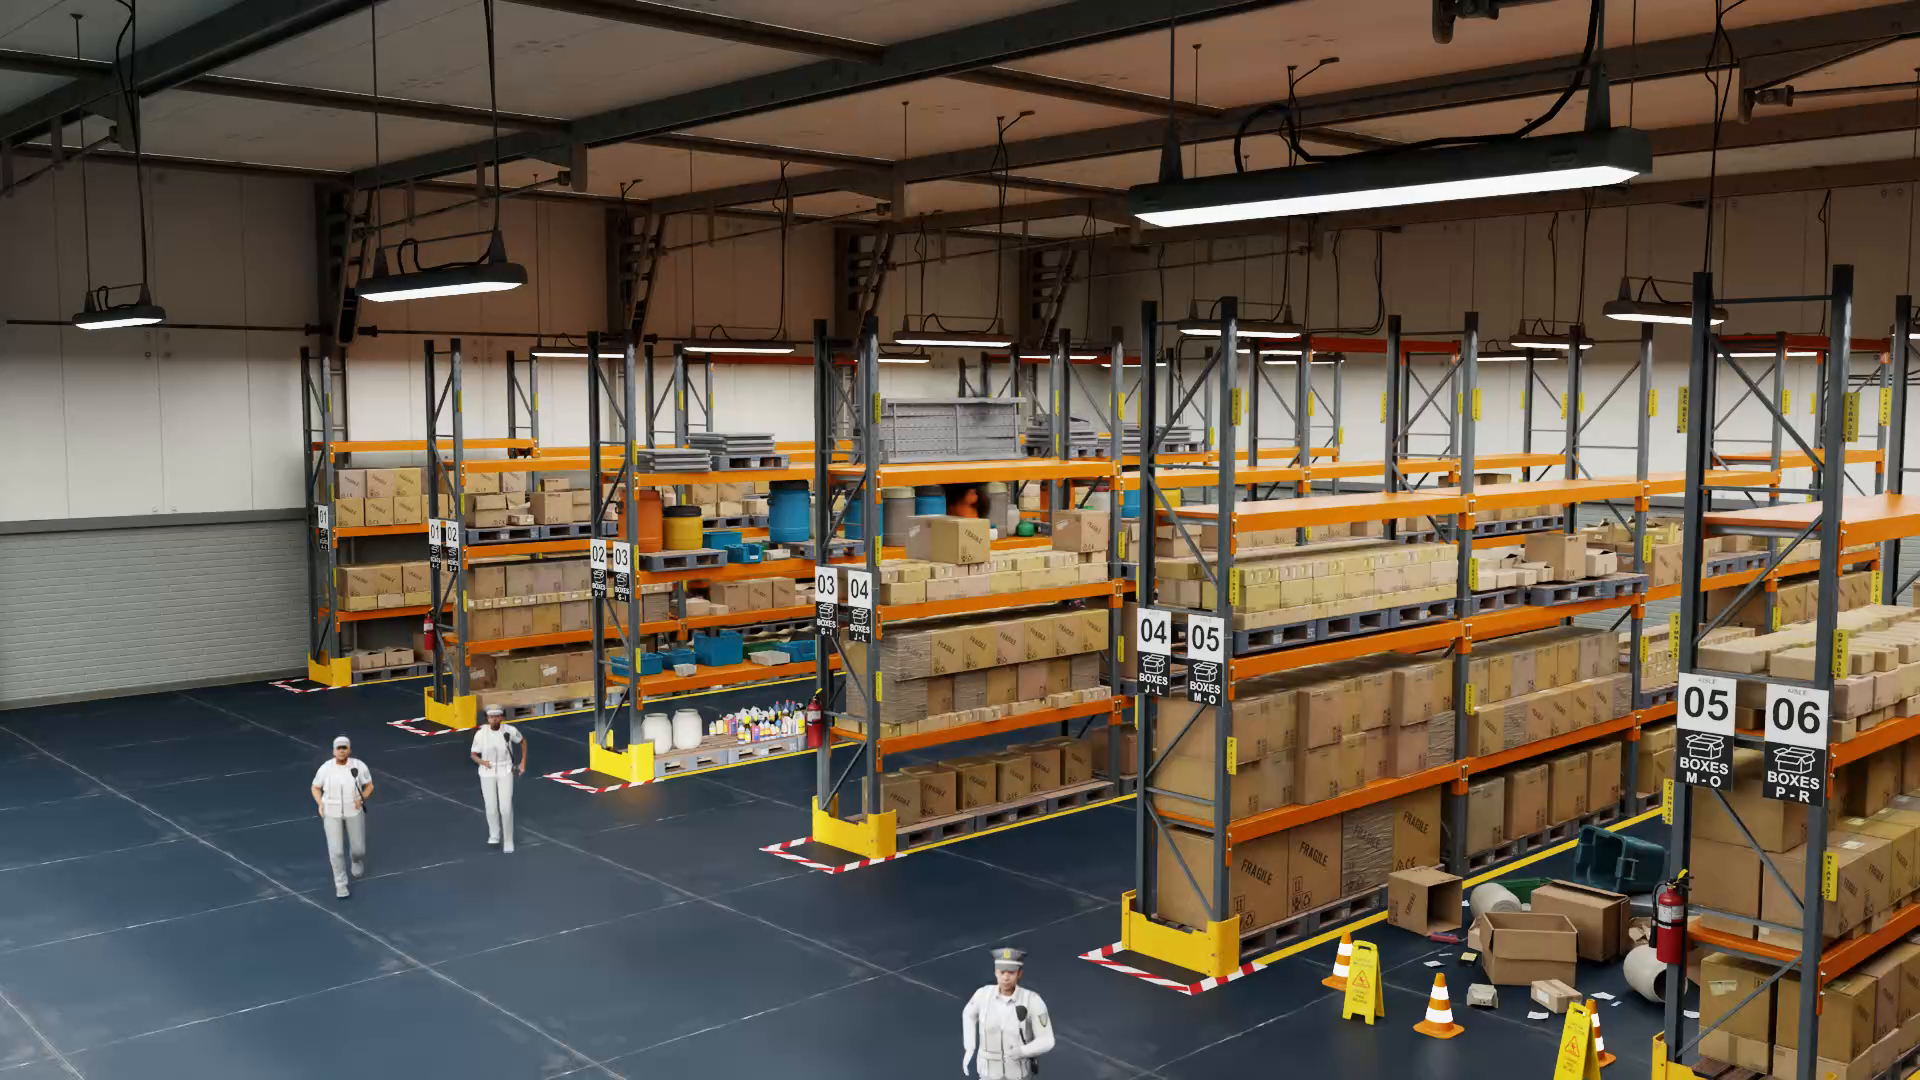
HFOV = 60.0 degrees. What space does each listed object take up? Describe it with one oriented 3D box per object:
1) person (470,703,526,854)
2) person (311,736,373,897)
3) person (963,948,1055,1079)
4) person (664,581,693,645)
[{"bbox_3d":[-5.198,2.696,18.745,0.598,1.756,0.703,-1,5,-12],"label":"person"},{"bbox_3d":[-6.405,2.840,17.262,0.611,1.619,0.645,-2,5,-19],"label":"person"},{"bbox_3d":[0.295,3.374,10.468,0.614,1.689,0.919,1,5,8],"label":"person"},{"bbox_3d":[-5.198,1.535,30.853,1.043,1.783,0.695,-5,7,-44],"label":"person"}]
